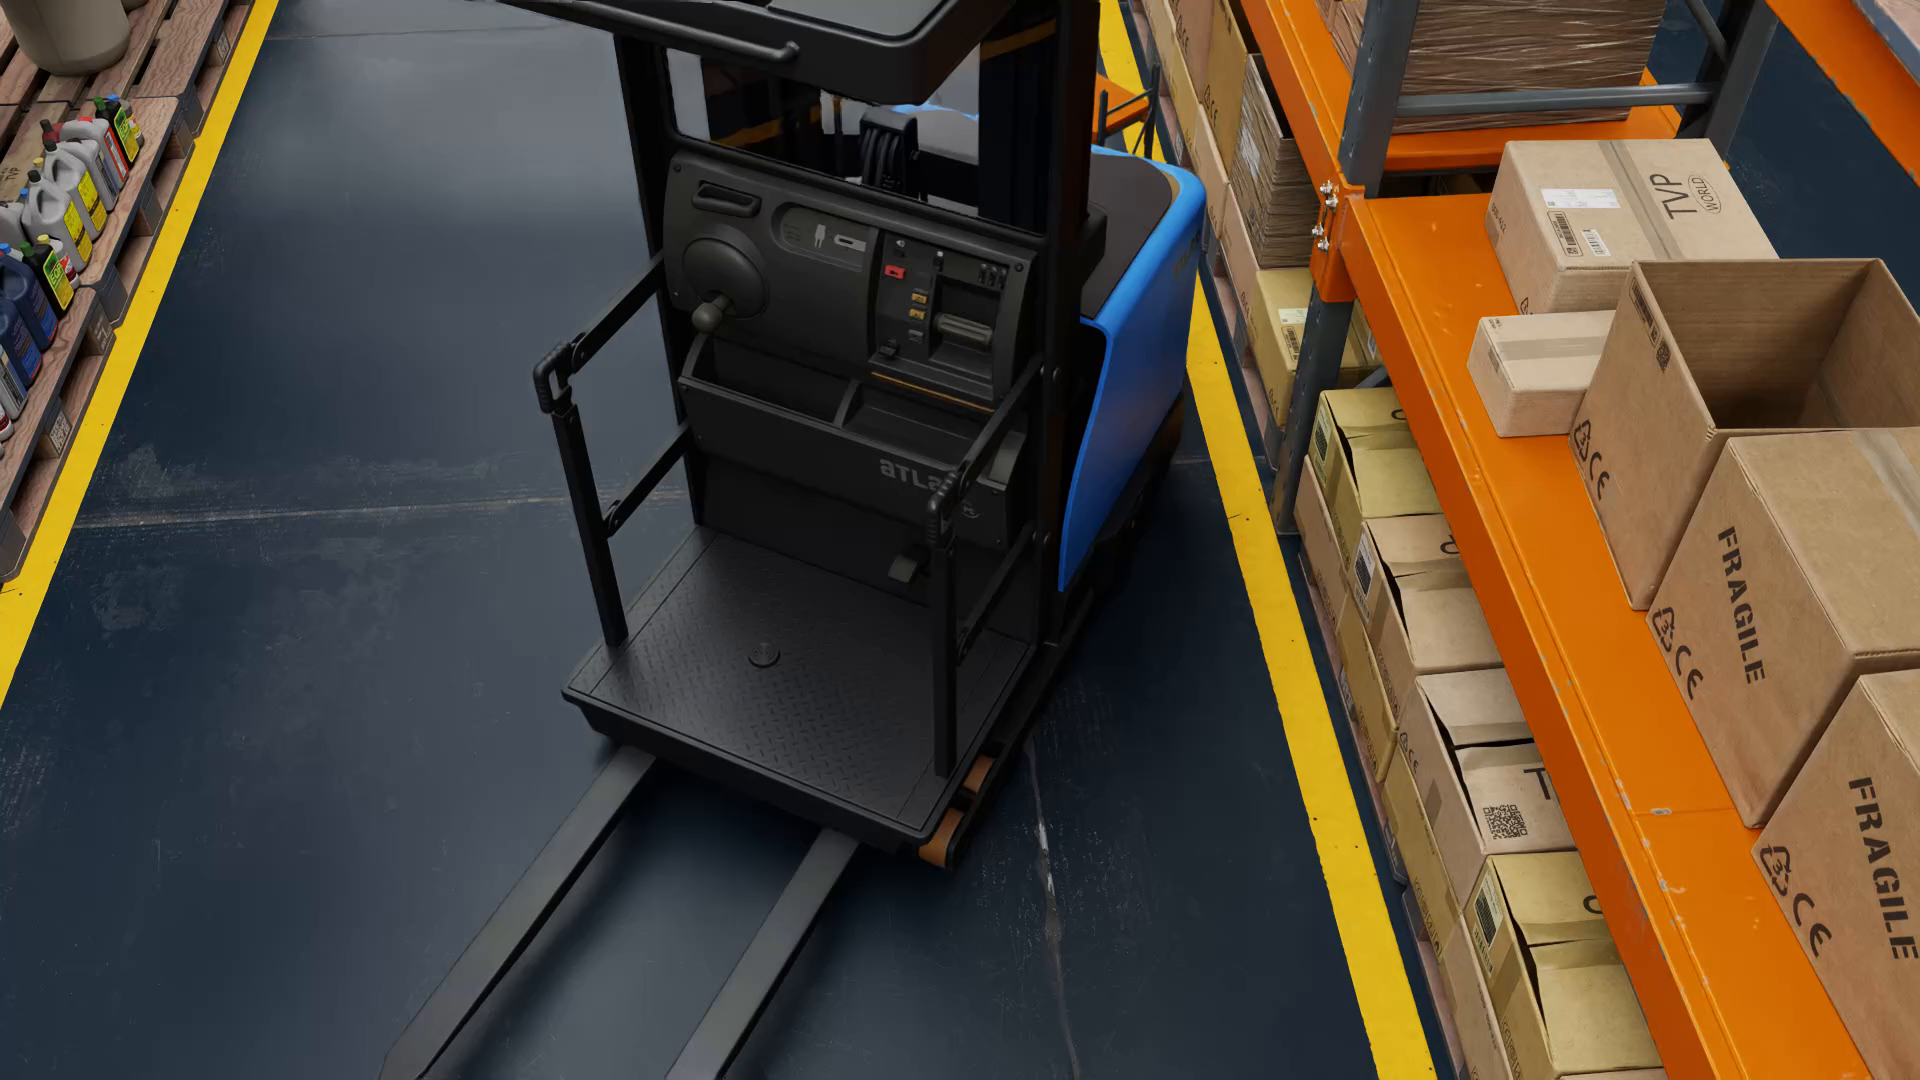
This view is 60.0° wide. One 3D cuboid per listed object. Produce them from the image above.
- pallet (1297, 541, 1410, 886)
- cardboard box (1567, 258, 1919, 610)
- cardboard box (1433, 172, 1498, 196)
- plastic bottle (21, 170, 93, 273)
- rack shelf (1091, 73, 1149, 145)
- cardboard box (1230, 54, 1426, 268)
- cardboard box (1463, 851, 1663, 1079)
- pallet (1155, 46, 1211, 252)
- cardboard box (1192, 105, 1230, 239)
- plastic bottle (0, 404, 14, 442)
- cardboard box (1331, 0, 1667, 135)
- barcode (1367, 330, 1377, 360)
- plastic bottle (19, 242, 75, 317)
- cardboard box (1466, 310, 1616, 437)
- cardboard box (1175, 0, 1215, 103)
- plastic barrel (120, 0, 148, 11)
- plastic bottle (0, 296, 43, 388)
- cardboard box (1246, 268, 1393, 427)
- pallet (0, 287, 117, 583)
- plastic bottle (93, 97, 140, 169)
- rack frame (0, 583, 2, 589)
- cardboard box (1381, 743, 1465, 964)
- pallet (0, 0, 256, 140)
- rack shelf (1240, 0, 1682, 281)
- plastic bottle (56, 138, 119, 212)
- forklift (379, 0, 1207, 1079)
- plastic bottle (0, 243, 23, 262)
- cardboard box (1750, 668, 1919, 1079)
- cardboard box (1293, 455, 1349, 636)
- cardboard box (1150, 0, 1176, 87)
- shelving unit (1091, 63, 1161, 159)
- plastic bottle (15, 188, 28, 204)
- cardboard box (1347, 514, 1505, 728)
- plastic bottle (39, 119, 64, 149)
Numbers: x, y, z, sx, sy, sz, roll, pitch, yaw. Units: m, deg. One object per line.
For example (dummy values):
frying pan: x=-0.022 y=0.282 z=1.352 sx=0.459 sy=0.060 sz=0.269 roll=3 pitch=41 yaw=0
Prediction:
pallet: x=1.596 y=0.375 z=4.749 sx=1.003 sy=0.211 sz=1.213 roll=-3 pitch=47 yaw=-3
cardboard box: x=1.587 y=-0.211 z=3.315 sx=0.500 sy=0.500 sz=0.500 roll=0 pitch=47 yaw=0
cardboard box: x=1.768 y=-0.926 z=5.149 sx=0.500 sy=0.500 sz=0.500 roll=-3 pitch=47 yaw=-3
plastic bottle: x=-3.147 y=-1.110 z=5.756 sx=0.144 sy=0.351 sz=0.185 roll=-4 pitch=47 yaw=-4
rack shelf: x=0.339 y=-1.347 z=5.158 sx=0.258 sy=0.148 sz=0.480 roll=-33 pitch=55 yaw=-27
cardboard box: x=1.208 y=-1.256 z=5.461 sx=0.500 sy=0.500 sz=0.500 roll=-3 pitch=47 yaw=-3
cardboard box: x=1.411 y=0.920 z=3.531 sx=0.500 sy=0.311 sz=0.500 roll=-2 pitch=47 yaw=-2
pallet: x=1.365 y=-1.618 z=6.637 sx=1.003 sy=0.211 sz=1.213 roll=-3 pitch=47 yaw=-3
cardboard box: x=1.150 y=-1.359 z=6.075 sx=0.500 sy=0.250 sz=0.500 roll=-3 pitch=47 yaw=-3
plastic bottle: x=-3.048 y=-0.409 z=5.196 sx=0.097 sy=0.201 sz=0.097 roll=0 pitch=47 yaw=0
cardboard box: x=1.452 y=-1.469 z=4.507 sx=0.700 sy=0.500 sz=0.500 roll=-5 pitch=47 yaw=-4
barcode: x=1.102 y=-0.526 z=4.440 sx=0.001 sy=0.075 sz=0.075 roll=-3 pitch=47 yaw=-3
plastic bottle: x=-3.083 y=-0.901 z=5.605 sx=0.061 sy=0.283 sz=0.133 roll=-2 pitch=47 yaw=-2
cardboard box: x=1.366 y=-0.374 z=3.712 sx=0.380 sy=0.149 sz=0.250 roll=-3 pitch=47 yaw=-3
cardboard box: x=1.106 y=-1.978 z=6.146 sx=0.500 sy=0.500 sz=0.500 roll=-3 pitch=47 yaw=-3
plastic barrel: x=-3.645 y=-2.527 z=7.002 sx=0.421 sy=0.512 sz=0.421 roll=0 pitch=47 yaw=0
plastic bottle: x=-3.095 y=-0.666 z=5.336 sx=0.144 sy=0.351 sz=0.185 roll=-2 pitch=47 yaw=-2
cardboard box: x=1.239 y=-0.635 z=5.390 sx=0.500 sy=0.250 sz=0.500 roll=-3 pitch=47 yaw=-3
pallet: x=-3.456 y=-0.345 z=5.432 sx=1.003 sy=0.211 sz=1.213 roll=-3 pitch=47 yaw=-3
plastic bottle: x=-3.157 y=-1.542 z=6.212 sx=0.061 sy=0.283 sz=0.133 roll=-2 pitch=47 yaw=-2
rack frame: x=-3.441 y=-0.816 z=3.957 sx=1.000 sy=3.000 sz=0.127 roll=-3 pitch=47 yaw=-3
cardboard box: x=1.370 y=0.738 z=4.089 sx=0.500 sy=0.250 sz=0.500 roll=-5 pitch=47 yaw=-5
pallet: x=-3.660 y=-2.111 z=7.104 sx=1.003 sy=0.211 sz=1.213 roll=-3 pitch=47 yaw=-3
rack shelf: x=1.328 y=-2.314 z=5.871 sx=1.077 sy=0.370 sz=4.000 roll=-3 pitch=47 yaw=-3
plastic bottle: x=-3.180 y=-1.338 z=6.024 sx=0.152 sy=0.276 sz=0.135 roll=-5 pitch=47 yaw=-4
forklift: x=-0.368 y=-0.509 z=3.714 sx=1.130 sy=2.935 sz=3.031 roll=19 pitch=49 yaw=17
plastic bottle: x=-3.161 y=-0.879 z=5.593 sx=0.097 sy=0.271 sz=0.097 roll=0 pitch=47 yaw=0
cardboard box: x=1.673 y=0.532 z=2.611 sx=0.500 sy=0.500 sz=0.500 roll=-6 pitch=47 yaw=-5
cardboard box: x=1.282 y=-0.006 z=4.795 sx=0.500 sy=0.250 sz=0.500 roll=-5 pitch=47 yaw=-4
cardboard box: x=1.070 y=-2.082 z=6.761 sx=0.500 sy=0.250 sz=0.500 roll=-3 pitch=47 yaw=-3
shelving unit: x=0.339 y=-1.077 z=5.444 sx=0.258 sy=1.200 sz=0.503 roll=-33 pitch=55 yaw=-27
plastic bottle: x=-3.279 y=-1.154 z=5.901 sx=0.097 sy=0.201 sz=0.097 roll=0 pitch=47 yaw=0
cardboard box: x=1.318 y=0.171 z=4.241 sx=0.500 sy=0.311 sz=0.500 roll=-4 pitch=47 yaw=-4
plastic bottle: x=-3.298 y=-1.434 z=6.110 sx=0.061 sy=0.283 sz=0.133 roll=-3 pitch=47 yaw=-3
